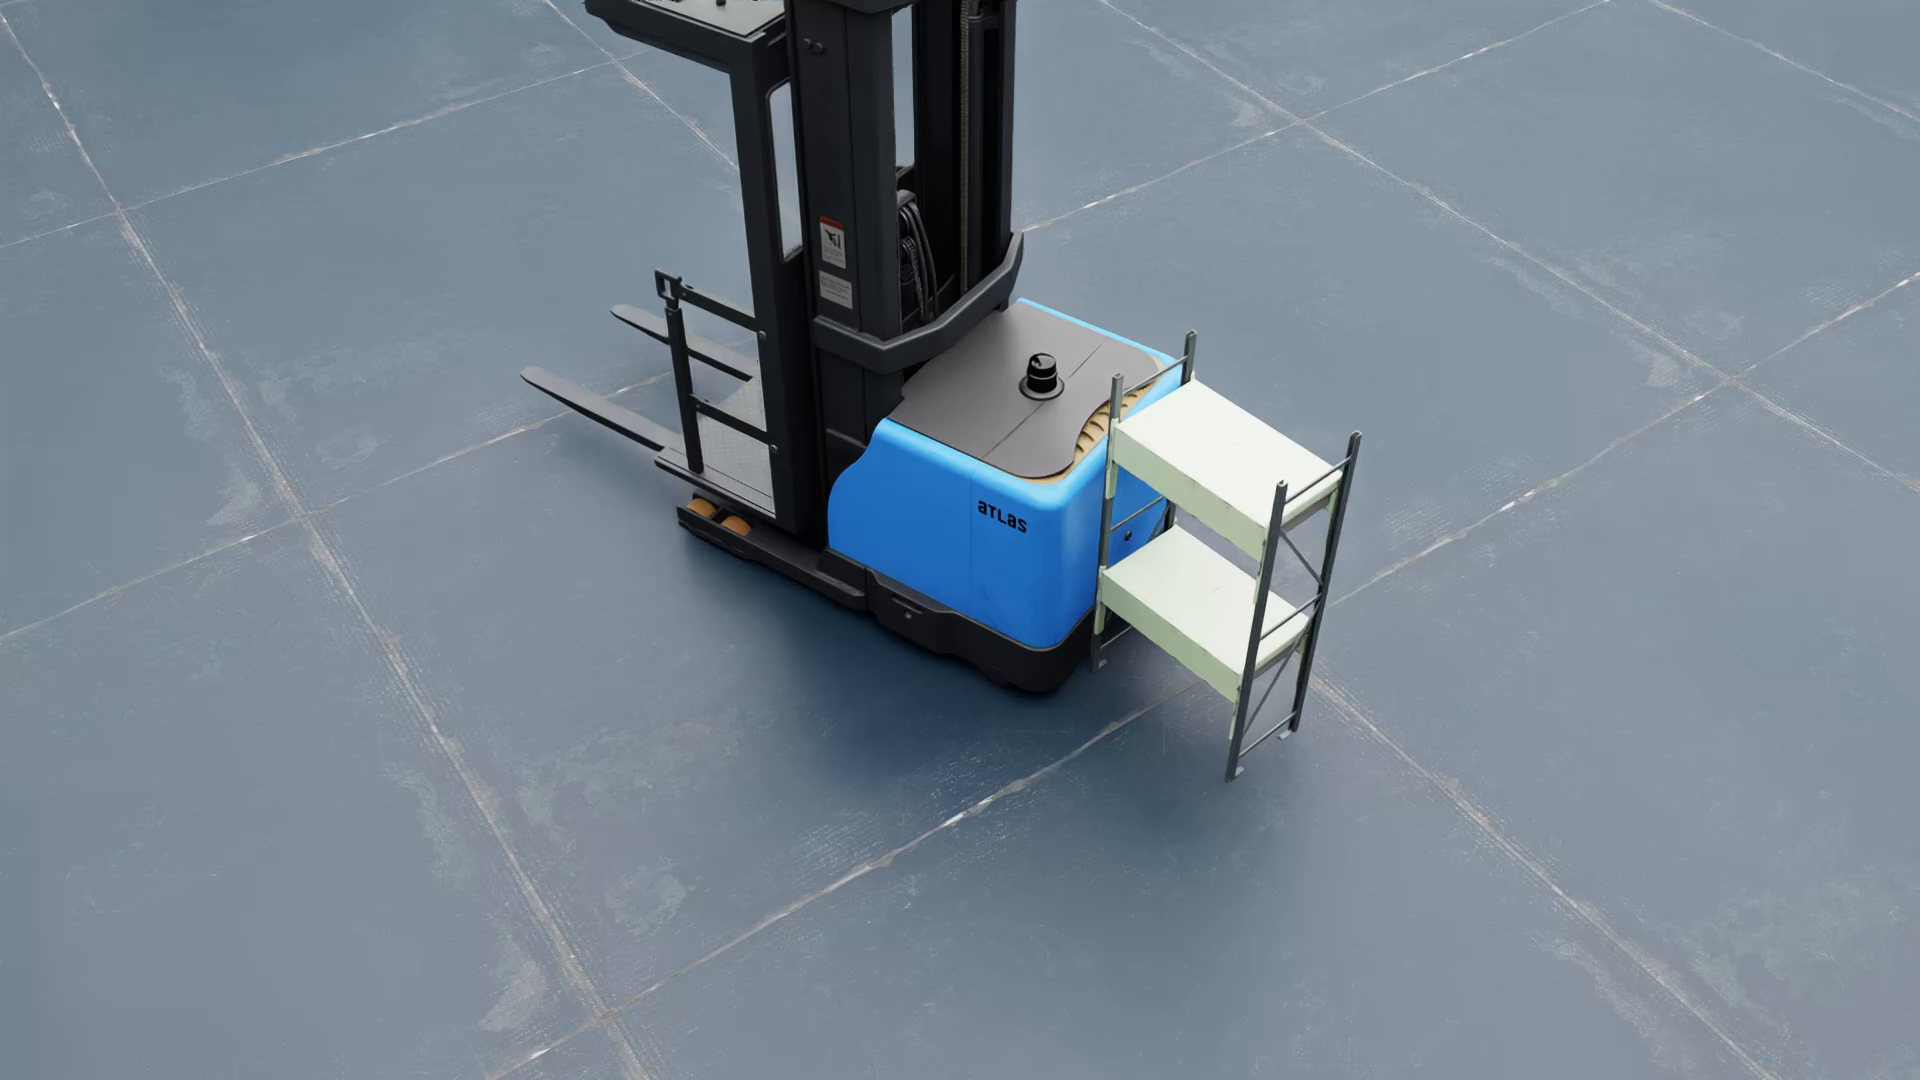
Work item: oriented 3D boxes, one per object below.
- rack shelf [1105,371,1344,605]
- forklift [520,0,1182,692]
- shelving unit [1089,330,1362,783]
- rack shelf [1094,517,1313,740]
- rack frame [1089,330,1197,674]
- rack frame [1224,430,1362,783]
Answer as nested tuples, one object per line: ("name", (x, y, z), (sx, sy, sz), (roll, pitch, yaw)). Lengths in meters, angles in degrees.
("rack shelf", (0.916, -0.193, 5.792), (0.431, 0.370, 0.720), (-31, 52, -28))
("forklift", (-0.615, -1.273, 6.452), (3.031, 2.935, 1.130), (25, 49, 24))
("shelving unit", (0.916, 0.089, 6.062), (0.431, 1.500, 0.755), (-31, 52, -28))
("rack shelf", (0.916, 0.325, 6.287), (0.431, 0.370, 0.720), (-31, 52, -28))
("rack frame", (0.675, -0.101, 6.261), (0.400, 1.500, 0.023), (-31, 52, -28))
("rack frame", (1.158, 0.279, 5.863), (0.400, 1.500, 0.023), (-31, 52, -28))
